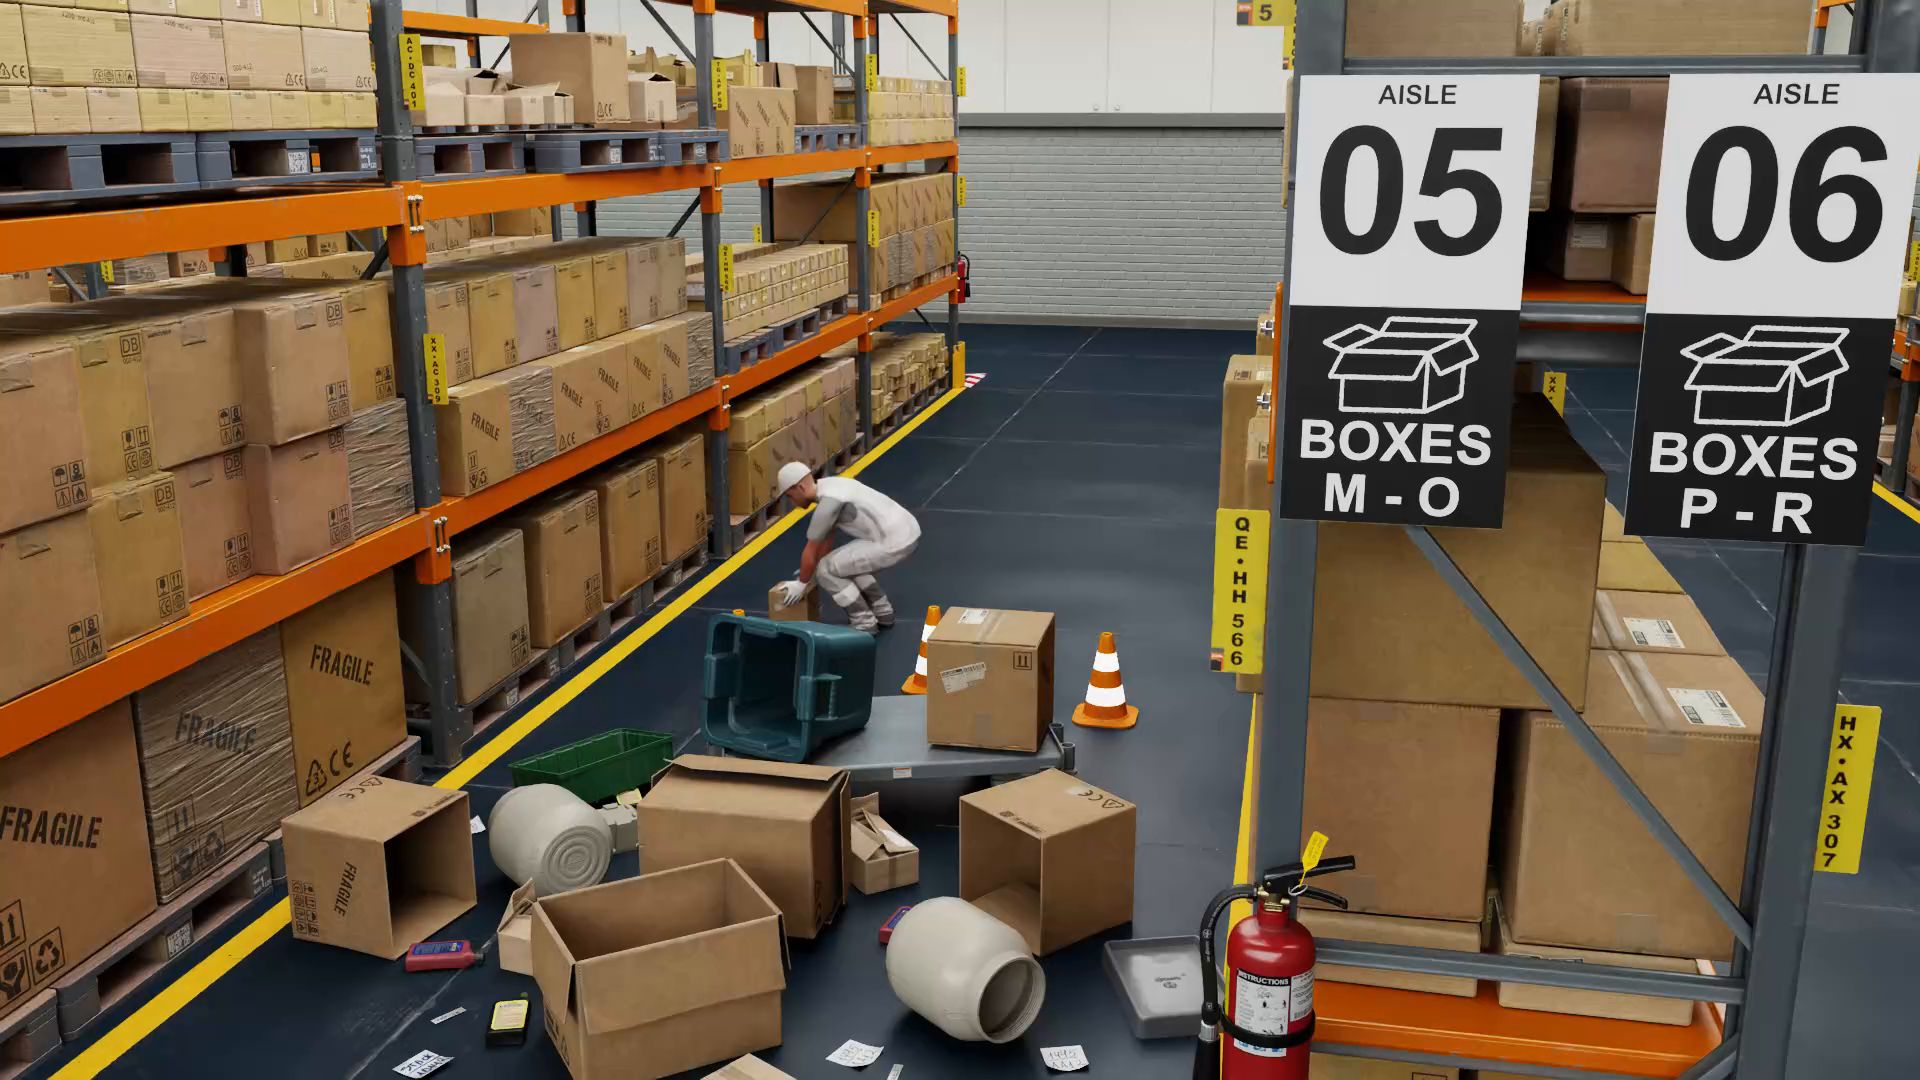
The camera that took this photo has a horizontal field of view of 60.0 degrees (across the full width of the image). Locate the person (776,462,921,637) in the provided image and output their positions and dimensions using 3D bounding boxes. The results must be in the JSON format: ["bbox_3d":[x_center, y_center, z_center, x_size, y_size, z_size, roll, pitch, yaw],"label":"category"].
[{"bbox_3d":[-0.686,0.049,10.225,0.870,1.065,0.578,3,15,11],"label":"person"}]
